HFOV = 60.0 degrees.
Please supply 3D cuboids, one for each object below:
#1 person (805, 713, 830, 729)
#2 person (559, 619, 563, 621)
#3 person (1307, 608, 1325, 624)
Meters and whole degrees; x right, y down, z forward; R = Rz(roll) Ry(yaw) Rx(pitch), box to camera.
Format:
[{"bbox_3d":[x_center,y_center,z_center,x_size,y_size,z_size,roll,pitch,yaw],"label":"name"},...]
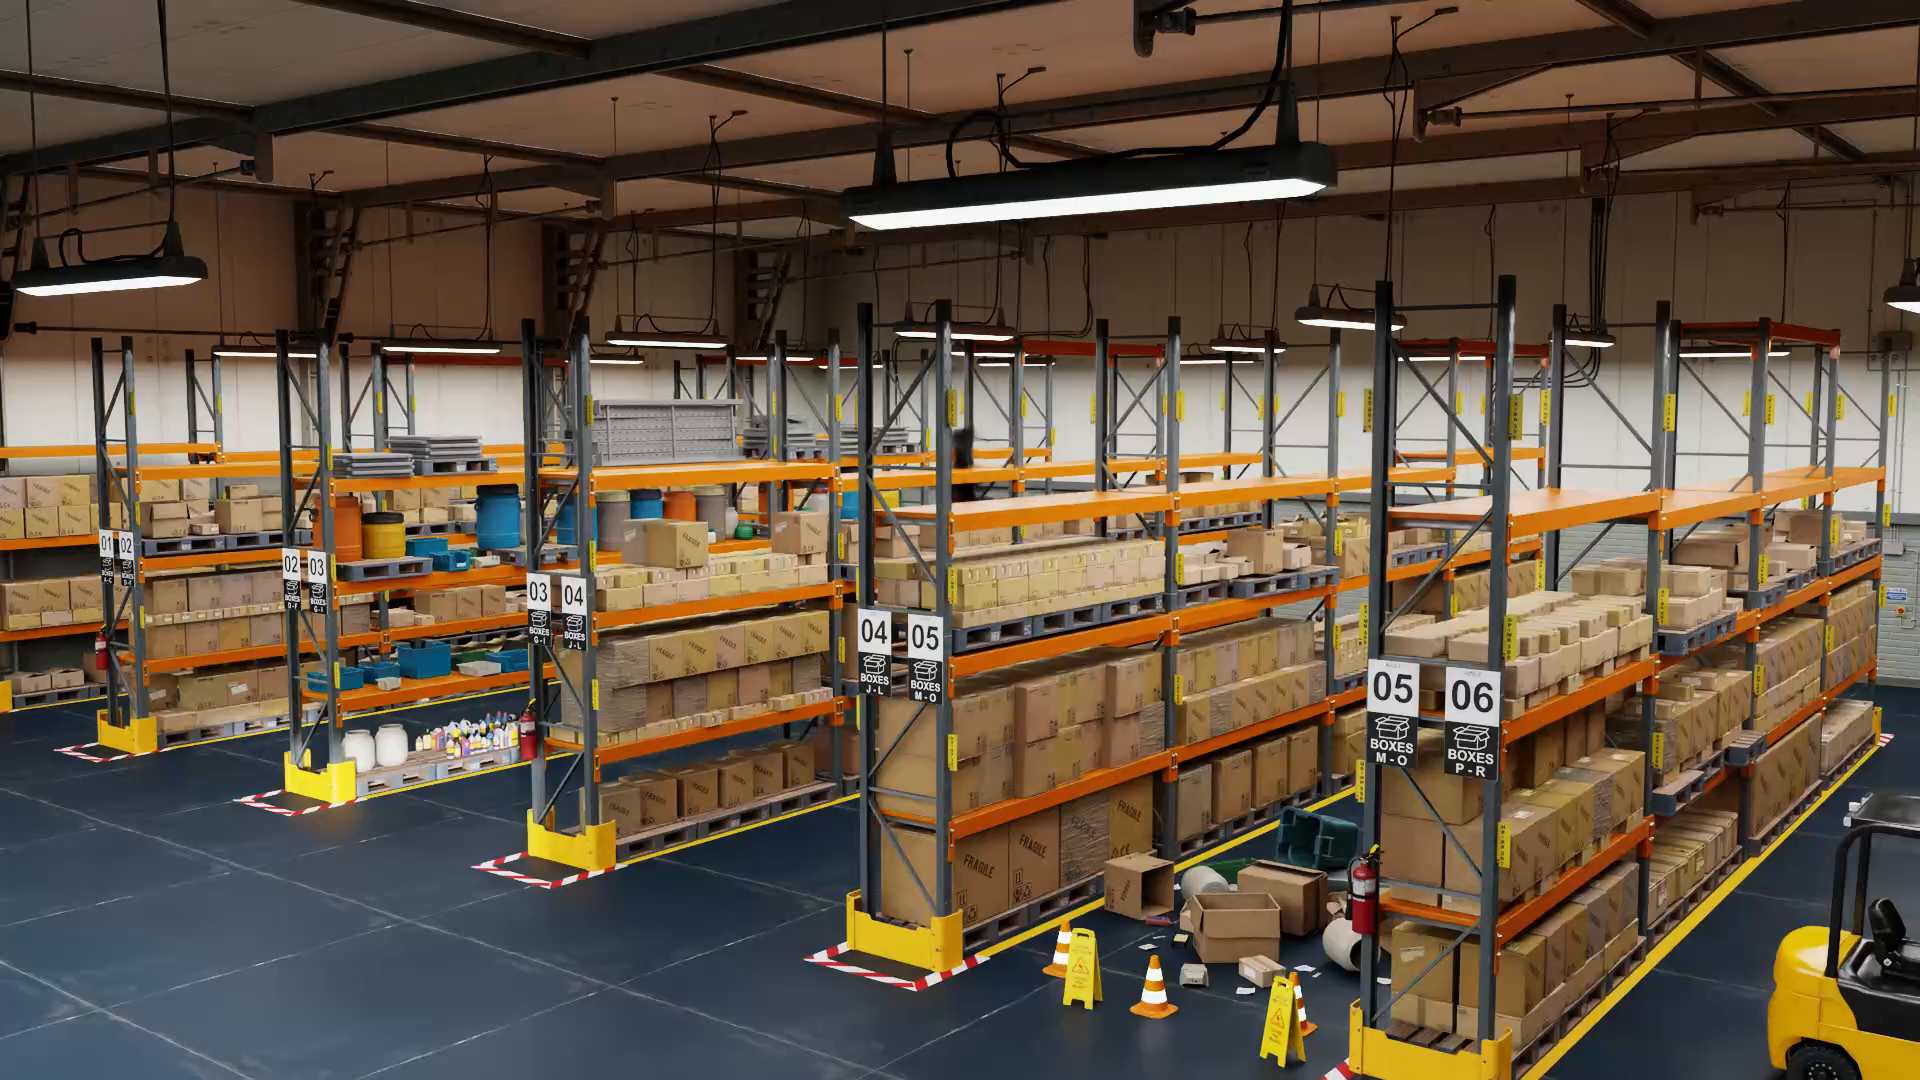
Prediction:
[{"bbox_3d":[-2.011,2.233,24.184,0.659,1.673,0.636,3,6,33],"label":"person"},{"bbox_3d":[-7.923,1.357,33.408,0.710,1.667,0.748,4,7,41],"label":"person"},{"bbox_3d":[6.535,1.860,30.197,0.588,1.362,1.028,3,6,29],"label":"person"}]
